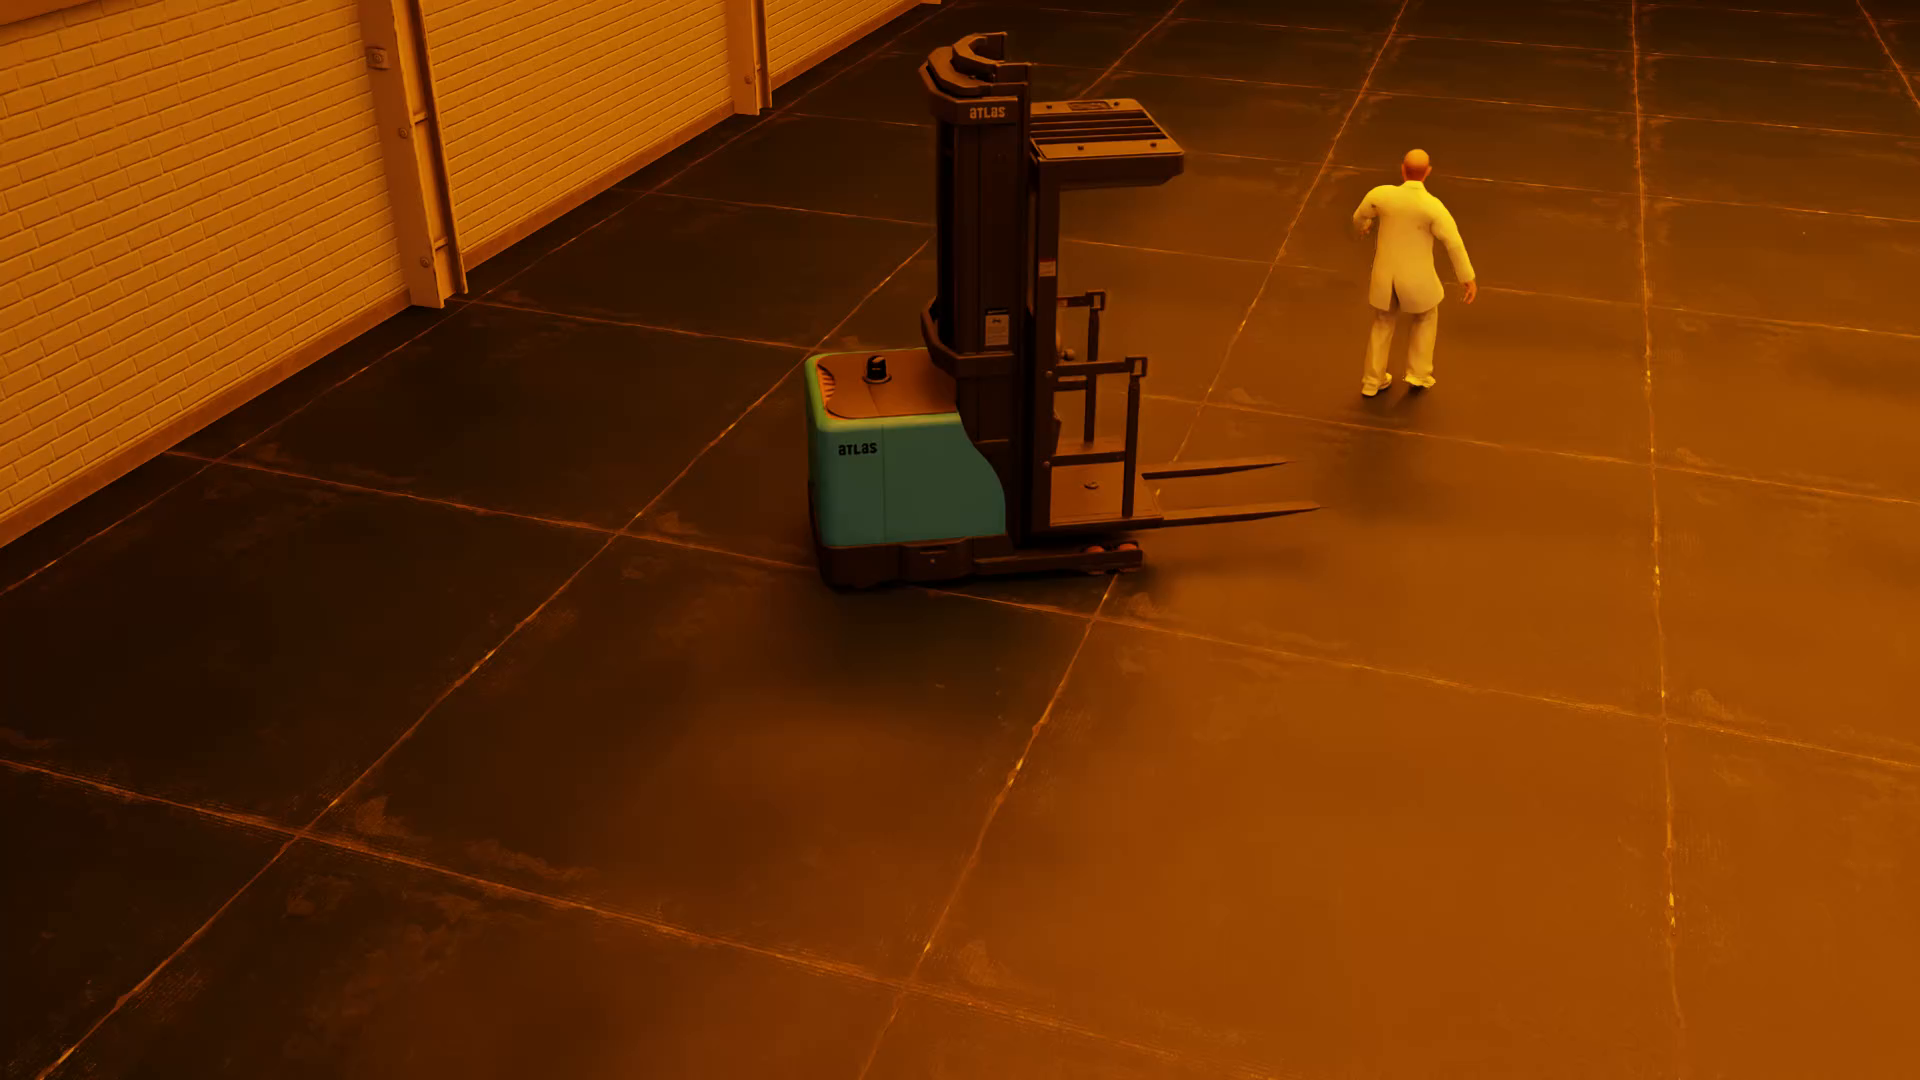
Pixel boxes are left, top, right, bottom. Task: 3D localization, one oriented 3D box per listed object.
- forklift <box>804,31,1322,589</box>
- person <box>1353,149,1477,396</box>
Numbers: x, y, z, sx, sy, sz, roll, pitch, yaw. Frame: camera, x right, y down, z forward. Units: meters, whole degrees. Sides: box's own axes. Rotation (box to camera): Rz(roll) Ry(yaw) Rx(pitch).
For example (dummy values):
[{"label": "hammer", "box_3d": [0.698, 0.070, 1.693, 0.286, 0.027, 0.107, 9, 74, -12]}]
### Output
[{"label": "forklift", "box_3d": [0.628, -1.323, 9.457, 3.031, 2.935, 1.130, -5, 30, -8]}, {"label": "person", "box_3d": [3.150, -1.856, 11.641, 1.025, 1.808, 0.636, 22, 36, 33]}]
